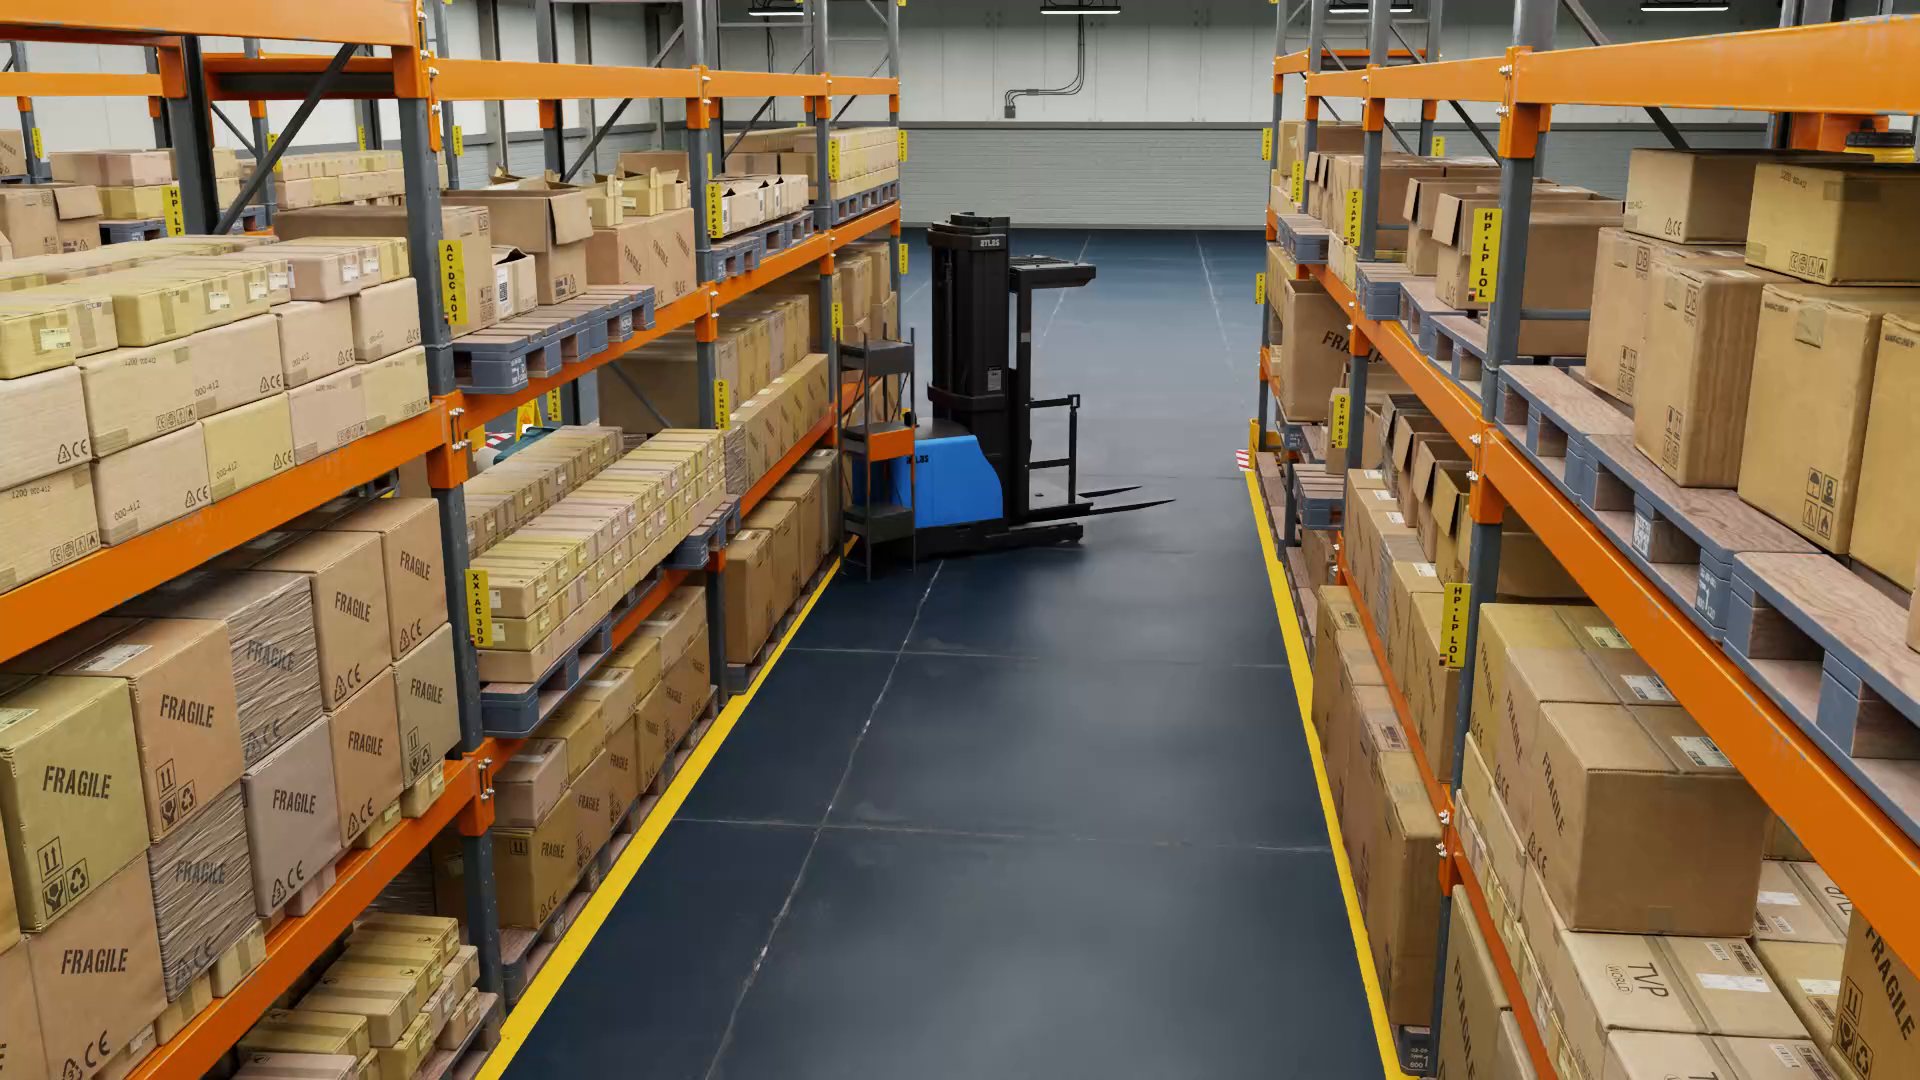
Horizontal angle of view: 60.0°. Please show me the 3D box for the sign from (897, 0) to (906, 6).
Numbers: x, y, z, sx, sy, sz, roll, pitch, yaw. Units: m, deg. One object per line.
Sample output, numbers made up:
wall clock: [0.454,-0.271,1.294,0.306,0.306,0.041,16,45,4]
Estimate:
sign: [-0.622,-5.795,17.501,0.100,0.325,0.005,2,15,6]

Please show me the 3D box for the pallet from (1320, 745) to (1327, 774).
pallet: [2.691,1.366,9.794,1.003,0.211,1.213,2,15,6]

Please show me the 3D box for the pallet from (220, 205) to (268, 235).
pallet: [-6.717,-2.712,14.147,1.213,0.211,1.003,2,15,6]

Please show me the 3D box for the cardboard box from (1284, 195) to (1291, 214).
cardboard box: [3.219,-2.989,15.098,0.500,0.250,0.500,2,15,6]

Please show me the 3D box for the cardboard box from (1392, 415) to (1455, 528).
cardboard box: [2.679,-0.357,8.710,0.797,0.503,0.637,2,15,8]

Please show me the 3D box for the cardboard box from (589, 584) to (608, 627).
cardboard box: [-1.925,0.311,8.031,0.380,0.149,0.250,2,15,7]

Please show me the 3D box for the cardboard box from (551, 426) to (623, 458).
cardboard box: [-2.308,-0.608,10.290,0.380,0.149,0.250,2,15,6]

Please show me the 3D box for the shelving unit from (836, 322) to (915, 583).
shelving unit: [-0.698,-0.731,13.925,0.503,2.100,0.431,-13,20,-39]

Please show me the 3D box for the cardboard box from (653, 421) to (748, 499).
cardboard box: [-1.744,-0.512,11.204,0.500,0.500,0.500,2,15,7]

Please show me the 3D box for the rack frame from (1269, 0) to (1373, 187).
rack frame: [3.757,-5.153,17.069,1.000,3.000,0.127,2,15,6]

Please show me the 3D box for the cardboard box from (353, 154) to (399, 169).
cardboard box: [-6.027,-3.905,17.150,0.380,0.149,0.250,2,15,6]

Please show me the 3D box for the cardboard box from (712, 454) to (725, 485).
cardboard box: [-1.666,-0.438,10.231,0.380,0.149,0.250,2,15,7]

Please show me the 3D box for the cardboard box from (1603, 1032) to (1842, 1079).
cardboard box: [1.858,1.424,3.954,0.500,0.250,0.500,1,15,4]

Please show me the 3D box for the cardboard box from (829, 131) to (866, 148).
cardboard box: [-1.090,-3.769,15.655,0.380,0.149,0.250,2,15,6]

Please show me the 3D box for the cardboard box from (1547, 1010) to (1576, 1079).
cardboard box: [1.865,1.447,4.632,0.380,0.149,0.250,1,15,5]

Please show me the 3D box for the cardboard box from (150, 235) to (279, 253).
cardboard box: [-2.787,-1.058,6.237,0.380,0.149,0.250,1,15,5]

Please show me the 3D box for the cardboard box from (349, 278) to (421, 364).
cardboard box: [-2.313,-0.807,6.071,0.500,0.250,0.500,1,15,4]

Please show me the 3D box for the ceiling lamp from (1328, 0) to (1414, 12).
ceiling lamp: [10.030,-14.467,40.331,2.000,3.185,0.800,2,15,6]

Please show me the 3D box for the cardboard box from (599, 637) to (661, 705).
cardboard box: [-1.998,0.735,9.333,0.500,0.250,0.500,2,15,8]

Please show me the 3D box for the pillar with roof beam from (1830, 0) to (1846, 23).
pillar with roof beam: [18.410,-12.416,43.928,9.100,9.000,0.548,2,15,6]

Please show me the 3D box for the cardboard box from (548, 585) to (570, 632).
cardboard box: [-1.985,0.302,7.495,0.380,0.149,0.250,1,15,5]

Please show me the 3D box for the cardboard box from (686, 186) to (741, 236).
cardboard box: [-1.762,-2.192,11.038,0.500,0.311,0.500,2,15,6]

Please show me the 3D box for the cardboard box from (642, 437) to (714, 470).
cardboard box: [-1.693,-0.518,9.955,0.380,0.149,0.250,2,15,6]

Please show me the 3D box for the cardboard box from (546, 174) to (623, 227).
cardboard box: [-1.975,-1.774,8.659,0.396,0.266,0.258,2,15,6]

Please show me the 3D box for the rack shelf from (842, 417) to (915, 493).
rack shelf: [-0.698,-0.718,13.929,0.480,0.518,0.431,-13,20,-39]

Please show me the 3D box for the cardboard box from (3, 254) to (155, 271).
cardboard box: [-2.898,-0.856,5.488,0.380,0.149,0.250,1,15,5]

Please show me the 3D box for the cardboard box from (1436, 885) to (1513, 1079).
cardboard box: [2.249,1.847,5.940,0.875,0.875,0.875,2,15,6]

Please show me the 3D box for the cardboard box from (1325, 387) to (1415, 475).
cardboard box: [2.839,-0.722,11.179,0.700,0.500,0.500,4,16,15]

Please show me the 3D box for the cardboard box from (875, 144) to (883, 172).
cardboard box: [-1.052,-3.805,16.549,0.500,0.250,0.500,2,15,6]

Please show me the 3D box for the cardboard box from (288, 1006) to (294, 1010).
cardboard box: [-2.804,1.930,6.454,0.380,0.149,0.250,2,15,6]

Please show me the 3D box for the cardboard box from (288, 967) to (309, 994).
cardboard box: [-2.849,1.722,6.653,0.380,0.149,0.250,2,15,9]

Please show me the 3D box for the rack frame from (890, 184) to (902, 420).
rack frame: [-1.160,-2.430,18.489,1.000,3.000,0.127,2,15,6]

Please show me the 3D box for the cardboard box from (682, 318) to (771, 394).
cardboard box: [-1.833,-1.399,12.569,0.700,0.500,0.500,2,15,6]

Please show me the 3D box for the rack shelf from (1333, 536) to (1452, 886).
rack shelf: [2.629,0.683,8.354,1.077,0.370,4.000,2,15,6]

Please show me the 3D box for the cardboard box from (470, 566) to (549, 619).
cardboard box: [-2.012,0.225,7.207,0.380,0.149,0.250,2,15,9]

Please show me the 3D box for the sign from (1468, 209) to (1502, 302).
sign: [1.863,-1.008,5.891,0.100,0.325,0.005,2,15,6]

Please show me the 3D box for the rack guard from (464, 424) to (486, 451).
rack guard: [-6.098,-1.323,19.185,1.175,0.500,0.348,2,15,6]

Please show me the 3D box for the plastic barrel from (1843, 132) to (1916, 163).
plastic barrel: [8.676,-3.554,15.734,0.600,0.588,0.600,0,15,0]

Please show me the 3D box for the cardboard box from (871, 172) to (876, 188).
cardboard box: [-1.033,-3.516,16.244,0.380,0.149,0.250,2,15,7]

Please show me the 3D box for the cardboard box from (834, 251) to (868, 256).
cardboard box: [-1.409,-2.642,16.917,0.875,0.550,0.550,2,15,6]

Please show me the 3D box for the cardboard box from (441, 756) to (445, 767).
cardboard box: [-2.314,0.885,6.712,0.380,0.149,0.250,2,15,6]

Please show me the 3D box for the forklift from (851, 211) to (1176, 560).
forklift: [0.559,-1.487,15.136,3.031,2.935,1.130,-7,17,-25]

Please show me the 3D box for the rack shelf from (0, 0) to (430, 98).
rack shelf: [-2.740,-1.346,4.372,1.077,0.370,4.000,2,15,6]

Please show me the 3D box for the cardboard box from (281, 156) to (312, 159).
cardboard box: [-6.642,-3.717,16.457,0.380,0.149,0.250,2,15,7]

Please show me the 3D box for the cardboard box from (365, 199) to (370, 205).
cardboard box: [-6.087,-3.313,16.490,0.380,0.149,0.250,2,15,7]

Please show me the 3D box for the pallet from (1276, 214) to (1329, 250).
pallet: [3.130,-2.420,13.067,1.213,0.211,1.003,2,15,6]

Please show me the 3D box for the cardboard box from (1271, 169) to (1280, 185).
cardboard box: [3.371,-3.696,16.951,0.380,0.149,0.250,2,15,7]

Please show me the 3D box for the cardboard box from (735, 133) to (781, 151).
cardboard box: [-1.829,-3.590,14.990,0.380,0.149,0.250,2,15,6]

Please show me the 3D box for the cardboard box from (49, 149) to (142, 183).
cardboard box: [-7.051,-3.062,13.606,0.500,0.250,0.500,1,15,5]

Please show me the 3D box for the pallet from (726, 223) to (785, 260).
pallet: [-1.919,-2.170,12.145,1.003,0.211,1.213,2,15,9]

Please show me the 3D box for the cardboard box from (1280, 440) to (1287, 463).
cardboard box: [3.670,-1.092,17.526,0.500,0.500,0.500,5,16,17]

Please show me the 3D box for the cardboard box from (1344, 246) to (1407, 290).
cardboard box: [2.664,-1.689,10.289,0.500,0.250,0.500,2,15,6]

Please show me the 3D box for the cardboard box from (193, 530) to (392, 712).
cardboard box: [-2.351,0.272,5.820,0.500,0.500,0.500,1,15,4]
